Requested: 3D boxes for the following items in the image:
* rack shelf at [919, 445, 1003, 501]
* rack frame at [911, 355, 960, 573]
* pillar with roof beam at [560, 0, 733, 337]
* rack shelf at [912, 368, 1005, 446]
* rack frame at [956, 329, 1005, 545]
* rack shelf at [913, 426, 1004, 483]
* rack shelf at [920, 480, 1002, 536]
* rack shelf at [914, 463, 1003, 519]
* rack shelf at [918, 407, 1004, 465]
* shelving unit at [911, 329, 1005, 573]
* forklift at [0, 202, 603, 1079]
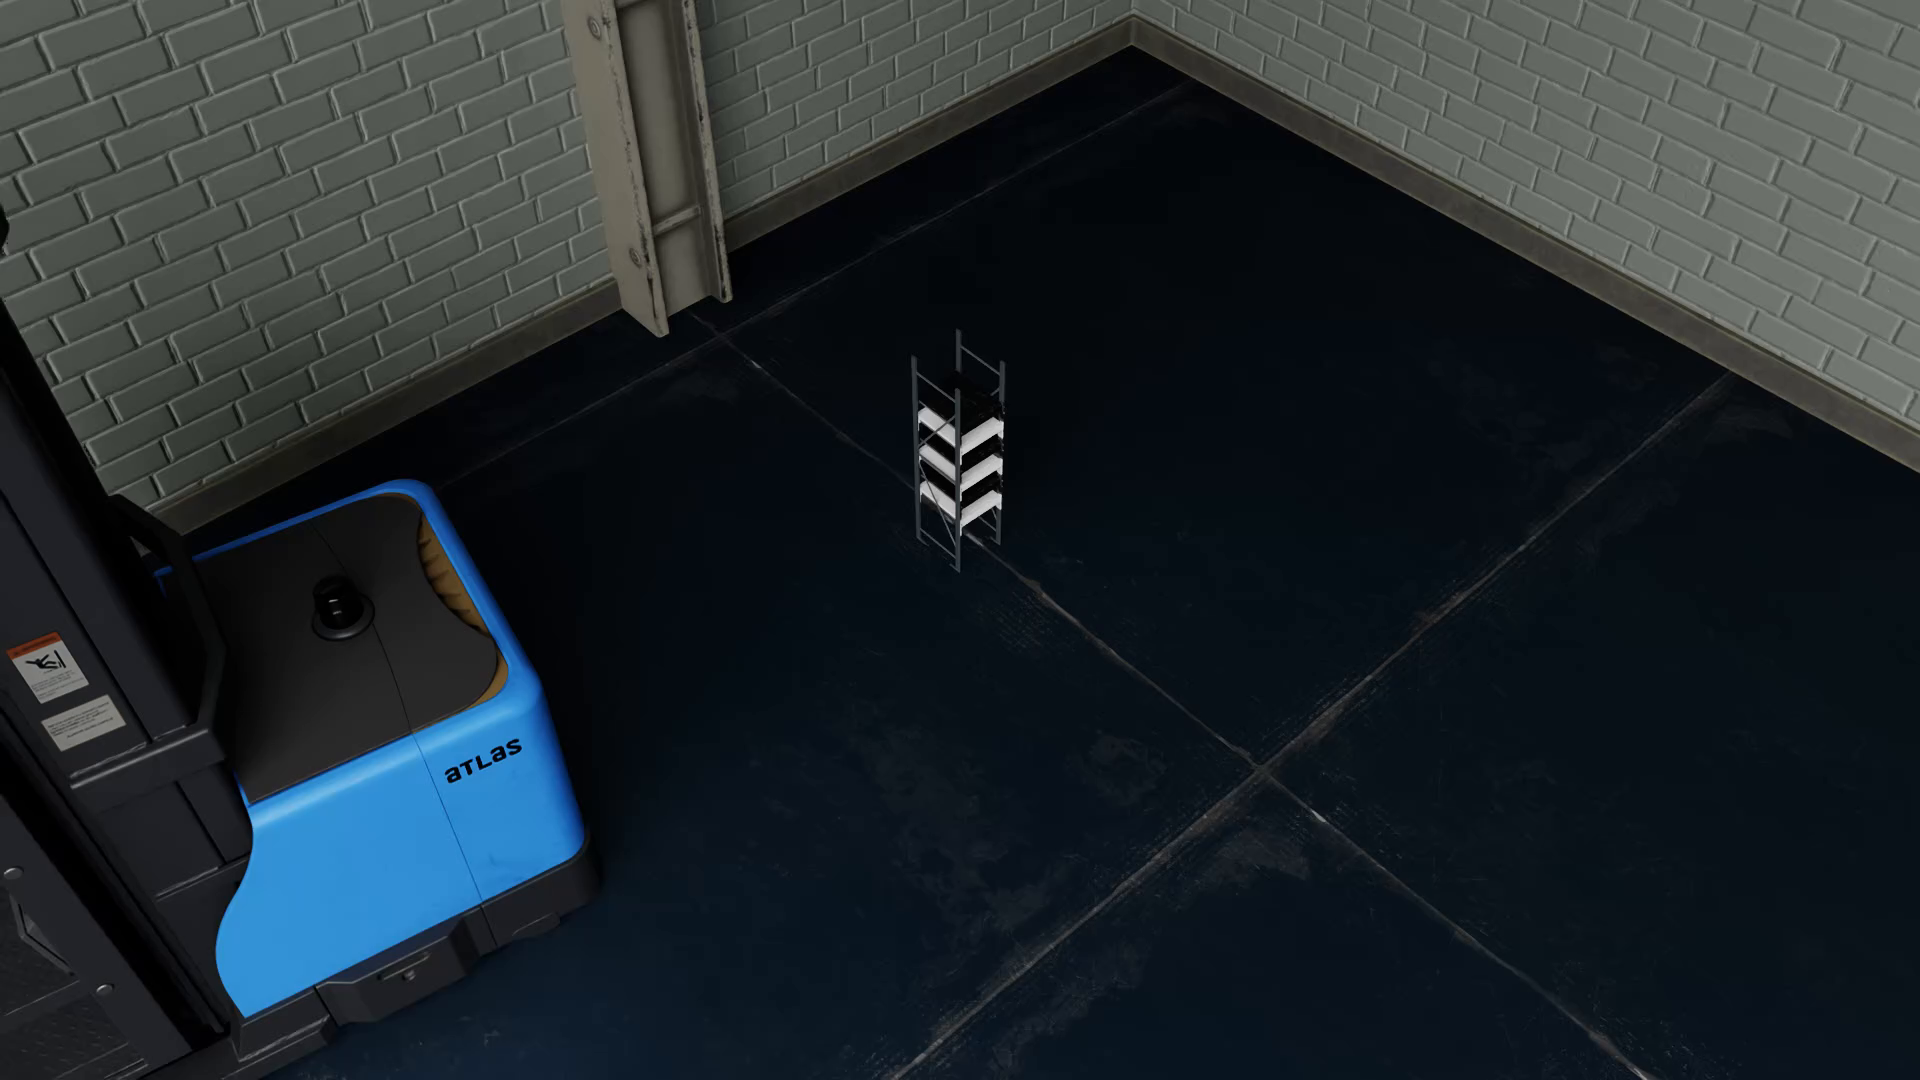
[{"bbox_3d":[-0.006,-0.279,5.940,0.200,0.077,0.258,-34,56,-27],"label":"rack shelf"},{"bbox_3d":[-0.081,-0.251,5.869,0.006,0.900,0.240,-34,56,-27],"label":"rack frame"},{"bbox_3d":[1.666,-1.747,1.739,0.400,9.000,9.100,-34,56,-27],"label":"pillar with roof beam"},{"bbox_3d":[-0.006,-0.462,5.742,0.200,0.077,0.258,-34,56,-27],"label":"rack shelf"},{"bbox_3d":[0.069,-0.351,5.962,0.006,0.900,0.240,-34,56,-27],"label":"rack frame"},{"bbox_3d":[-0.006,-0.340,5.874,0.200,0.077,0.258,-34,56,-27],"label":"rack shelf"},{"bbox_3d":[-0.006,-0.156,6.072,0.200,0.077,0.258,-34,56,-27],"label":"rack shelf"},{"bbox_3d":[-0.006,-0.218,6.006,0.200,0.077,0.258,-34,56,-27],"label":"rack shelf"},{"bbox_3d":[-0.006,-0.401,5.808,0.200,0.077,0.258,-34,56,-27],"label":"rack shelf"},{"bbox_3d":[-0.006,-0.301,5.916,0.210,0.900,0.258,-34,56,-27],"label":"shelving unit"},{"bbox_3d":[-2.635,0.399,3.888,3.031,2.935,1.130,-25,52,-21],"label":"forklift"}]
